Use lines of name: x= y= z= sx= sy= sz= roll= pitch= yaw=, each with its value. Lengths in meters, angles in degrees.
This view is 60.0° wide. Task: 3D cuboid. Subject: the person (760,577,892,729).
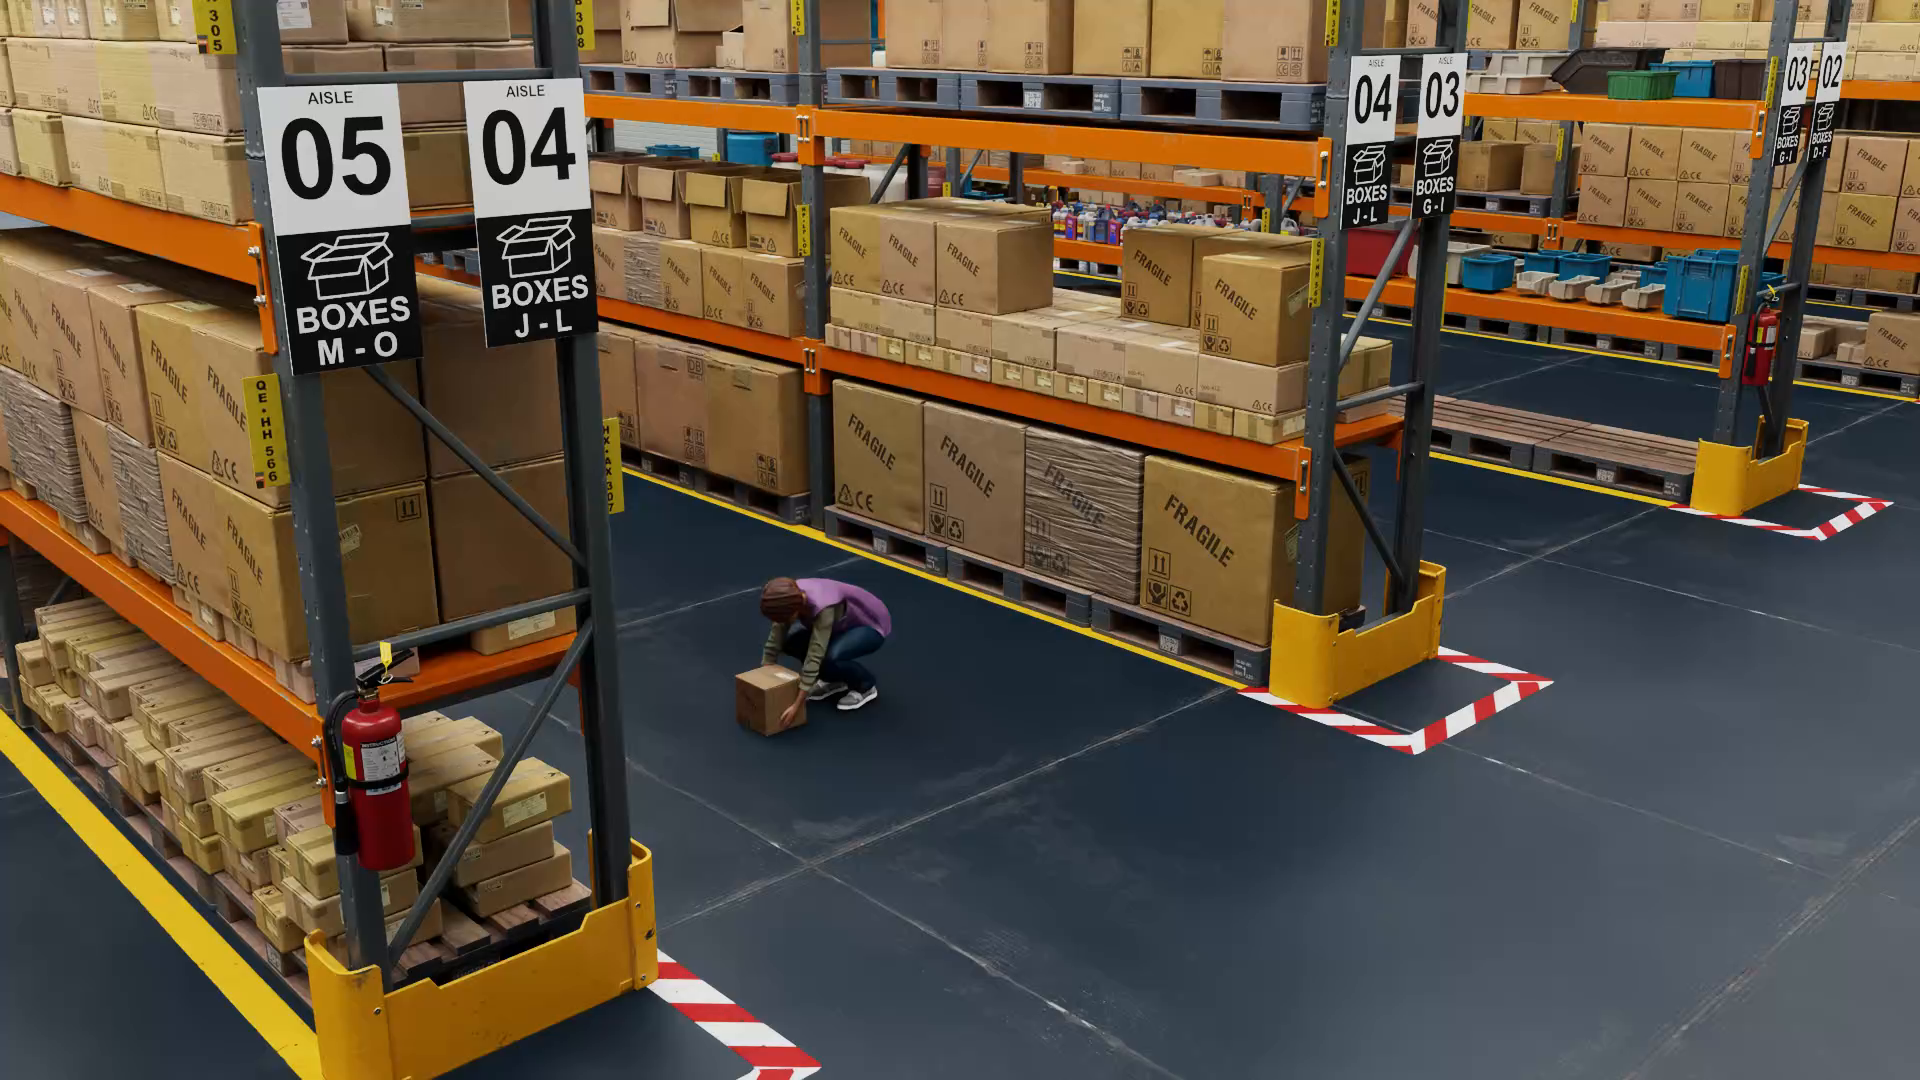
person: x=-0.691 y=0.488 z=8.417 sx=0.805 sy=0.768 sz=0.432 roll=-16 pitch=24 yaw=-41
